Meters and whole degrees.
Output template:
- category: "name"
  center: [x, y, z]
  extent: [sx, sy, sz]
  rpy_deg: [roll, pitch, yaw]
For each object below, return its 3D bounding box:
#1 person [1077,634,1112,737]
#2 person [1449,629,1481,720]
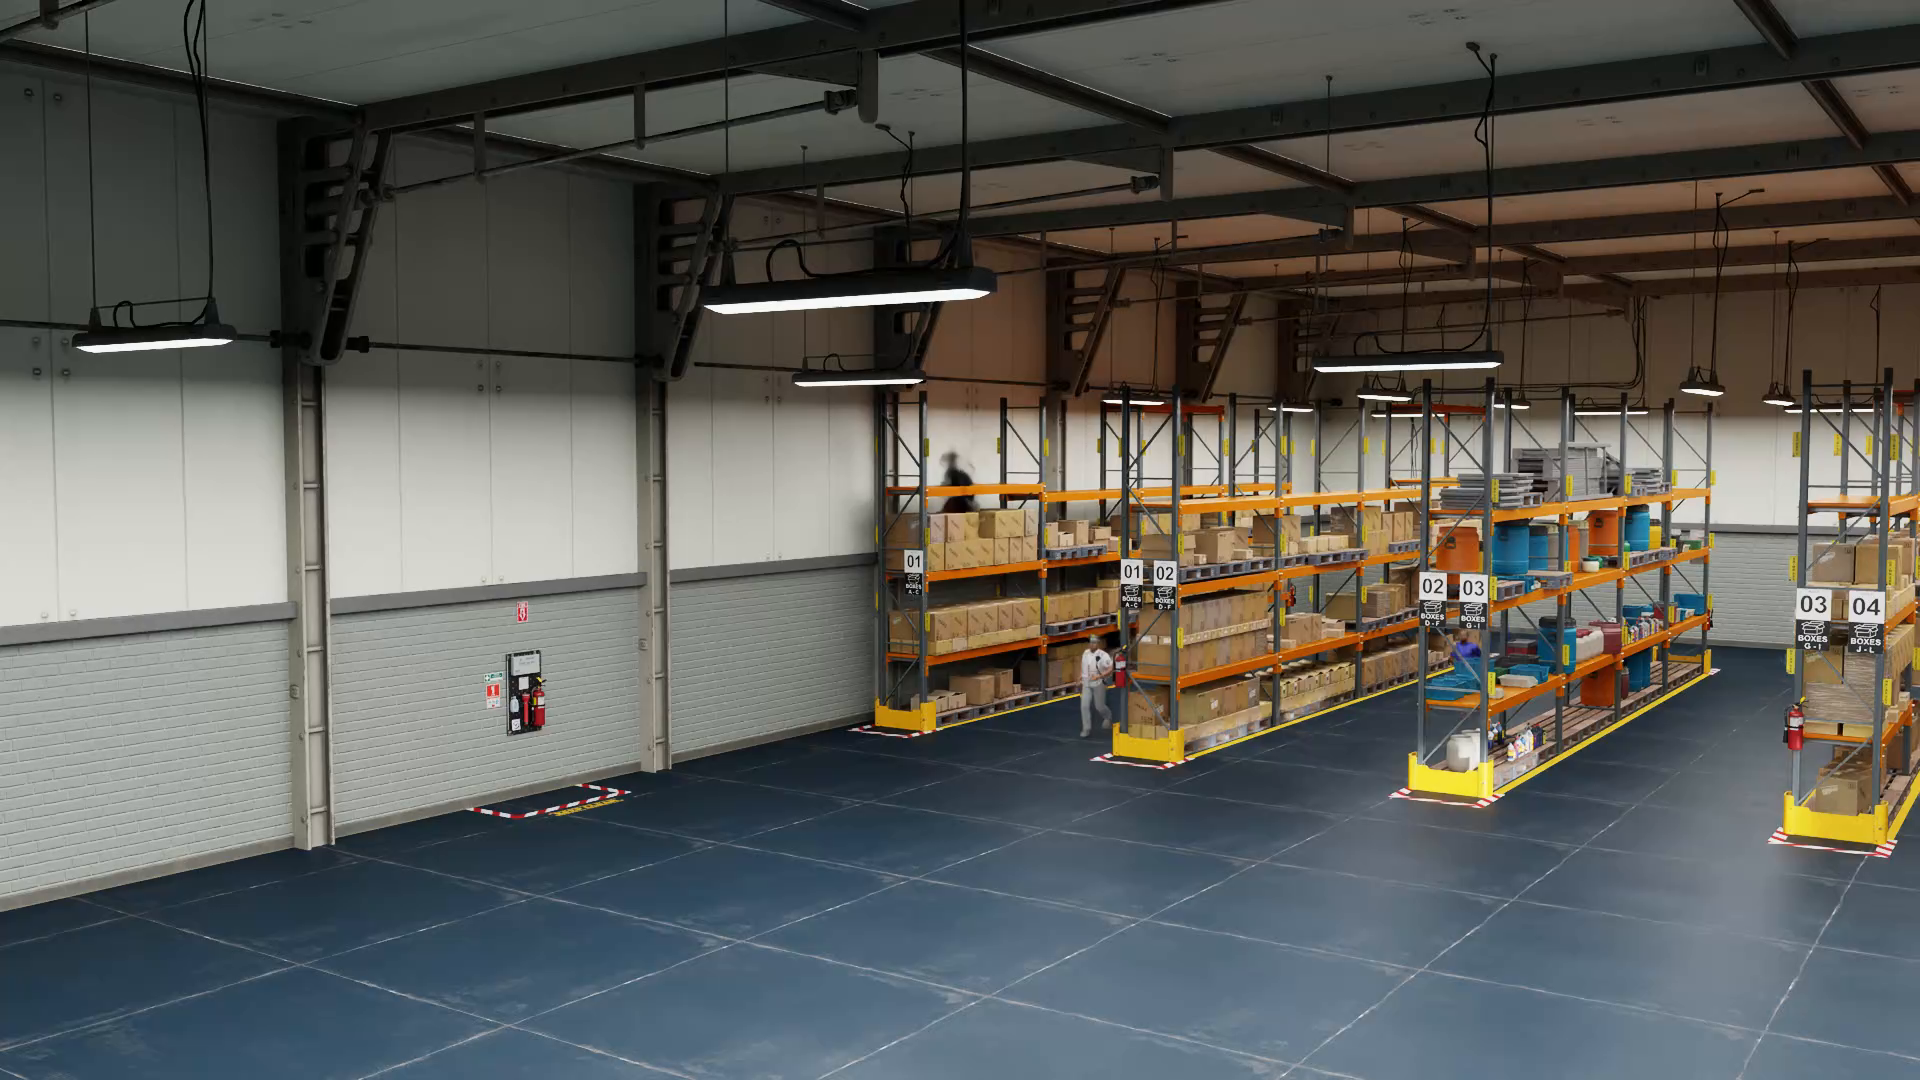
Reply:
- category: "person"
  center: [2.337, 2.507, 28.934]
  extent: [0.690, 1.759, 0.907]
  rpy_deg: [2, 4, 31]
- category: "person"
  center: [9.299, 2.479, 30.659]
  extent: [0.544, 1.664, 0.688]
  rpy_deg: [2, 4, 35]
